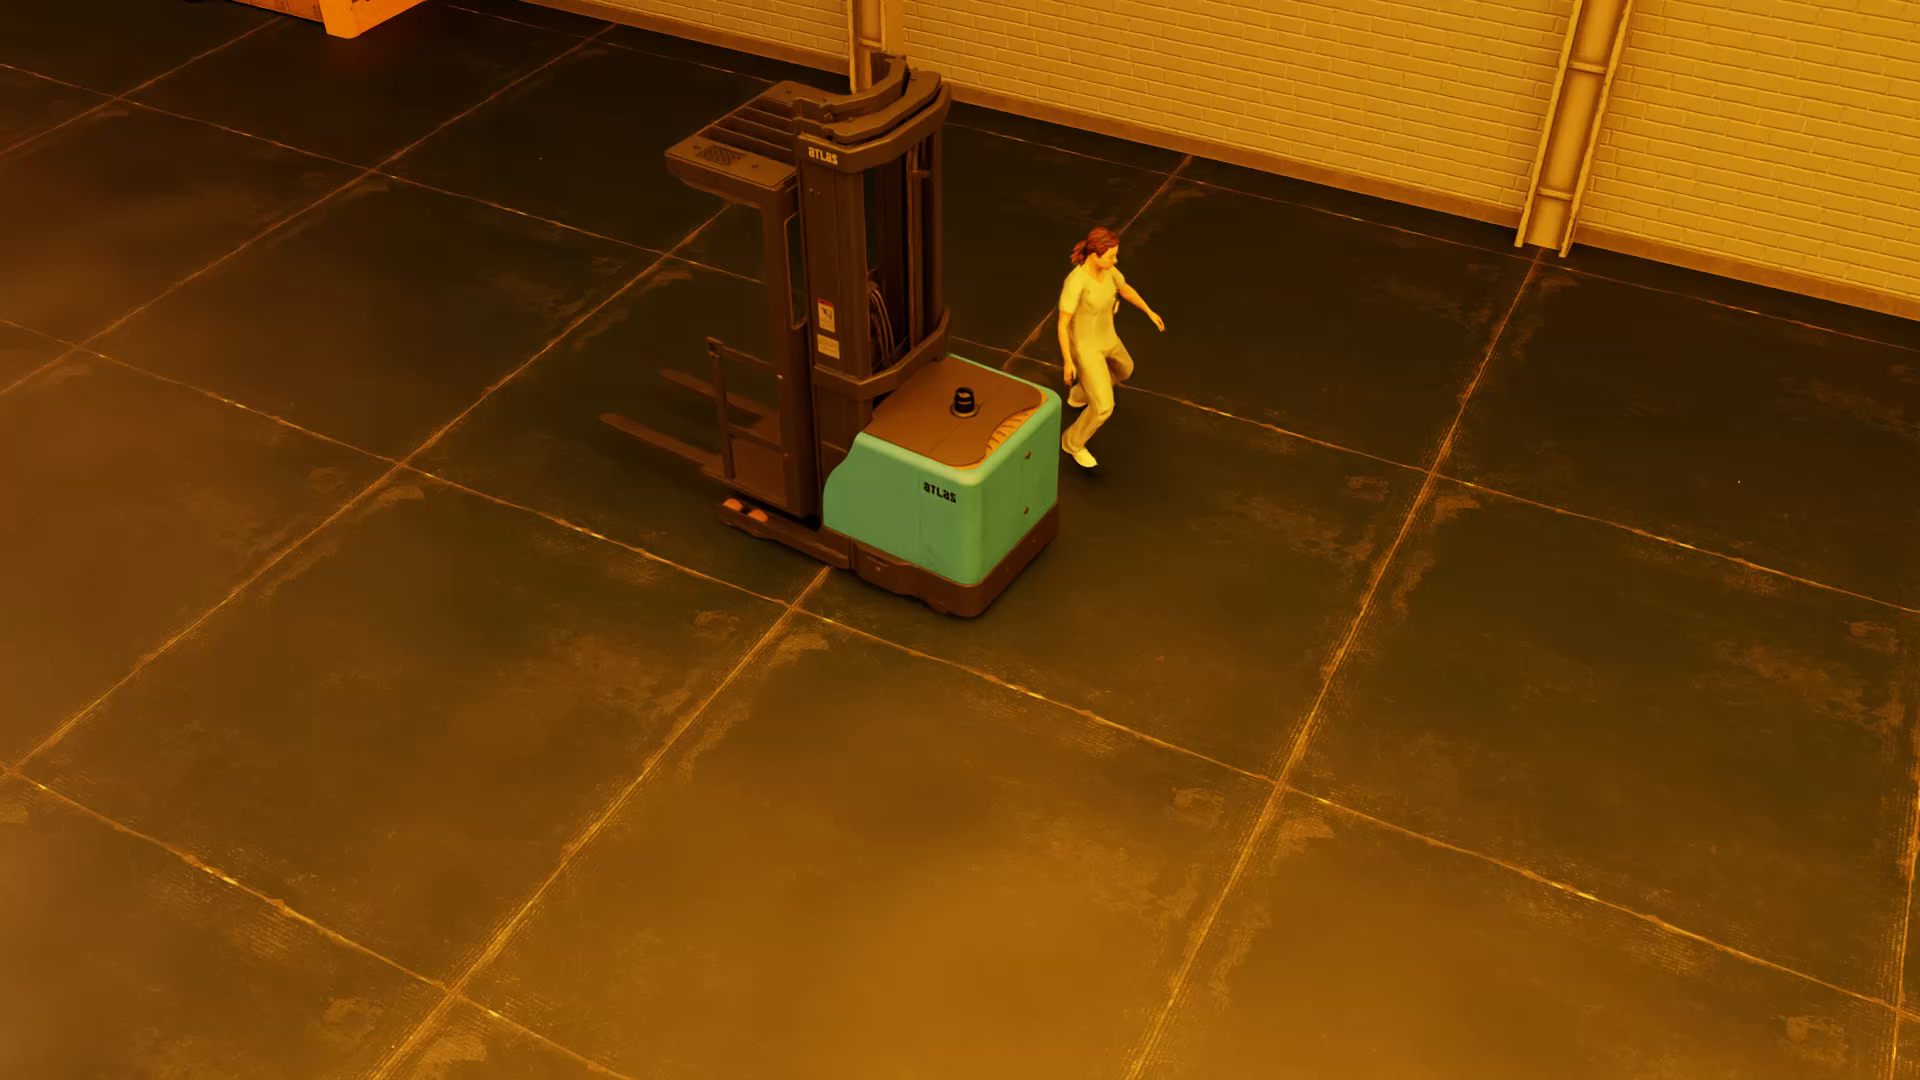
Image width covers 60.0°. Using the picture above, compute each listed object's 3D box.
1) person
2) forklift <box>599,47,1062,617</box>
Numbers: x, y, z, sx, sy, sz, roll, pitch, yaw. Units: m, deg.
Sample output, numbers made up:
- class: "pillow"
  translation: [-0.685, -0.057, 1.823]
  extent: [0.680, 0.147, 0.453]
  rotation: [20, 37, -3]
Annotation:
- class: "person"
  translation: [0.882, -1.285, 10.568]
  extent: [0.664, 1.531, 0.850]
  rotation: [28, 48, 29]
- class: "forklift"
  translation: [-0.913, -1.405, 9.654]
  extent: [3.031, 2.935, 1.130]
  rotation: [23, 45, 24]
